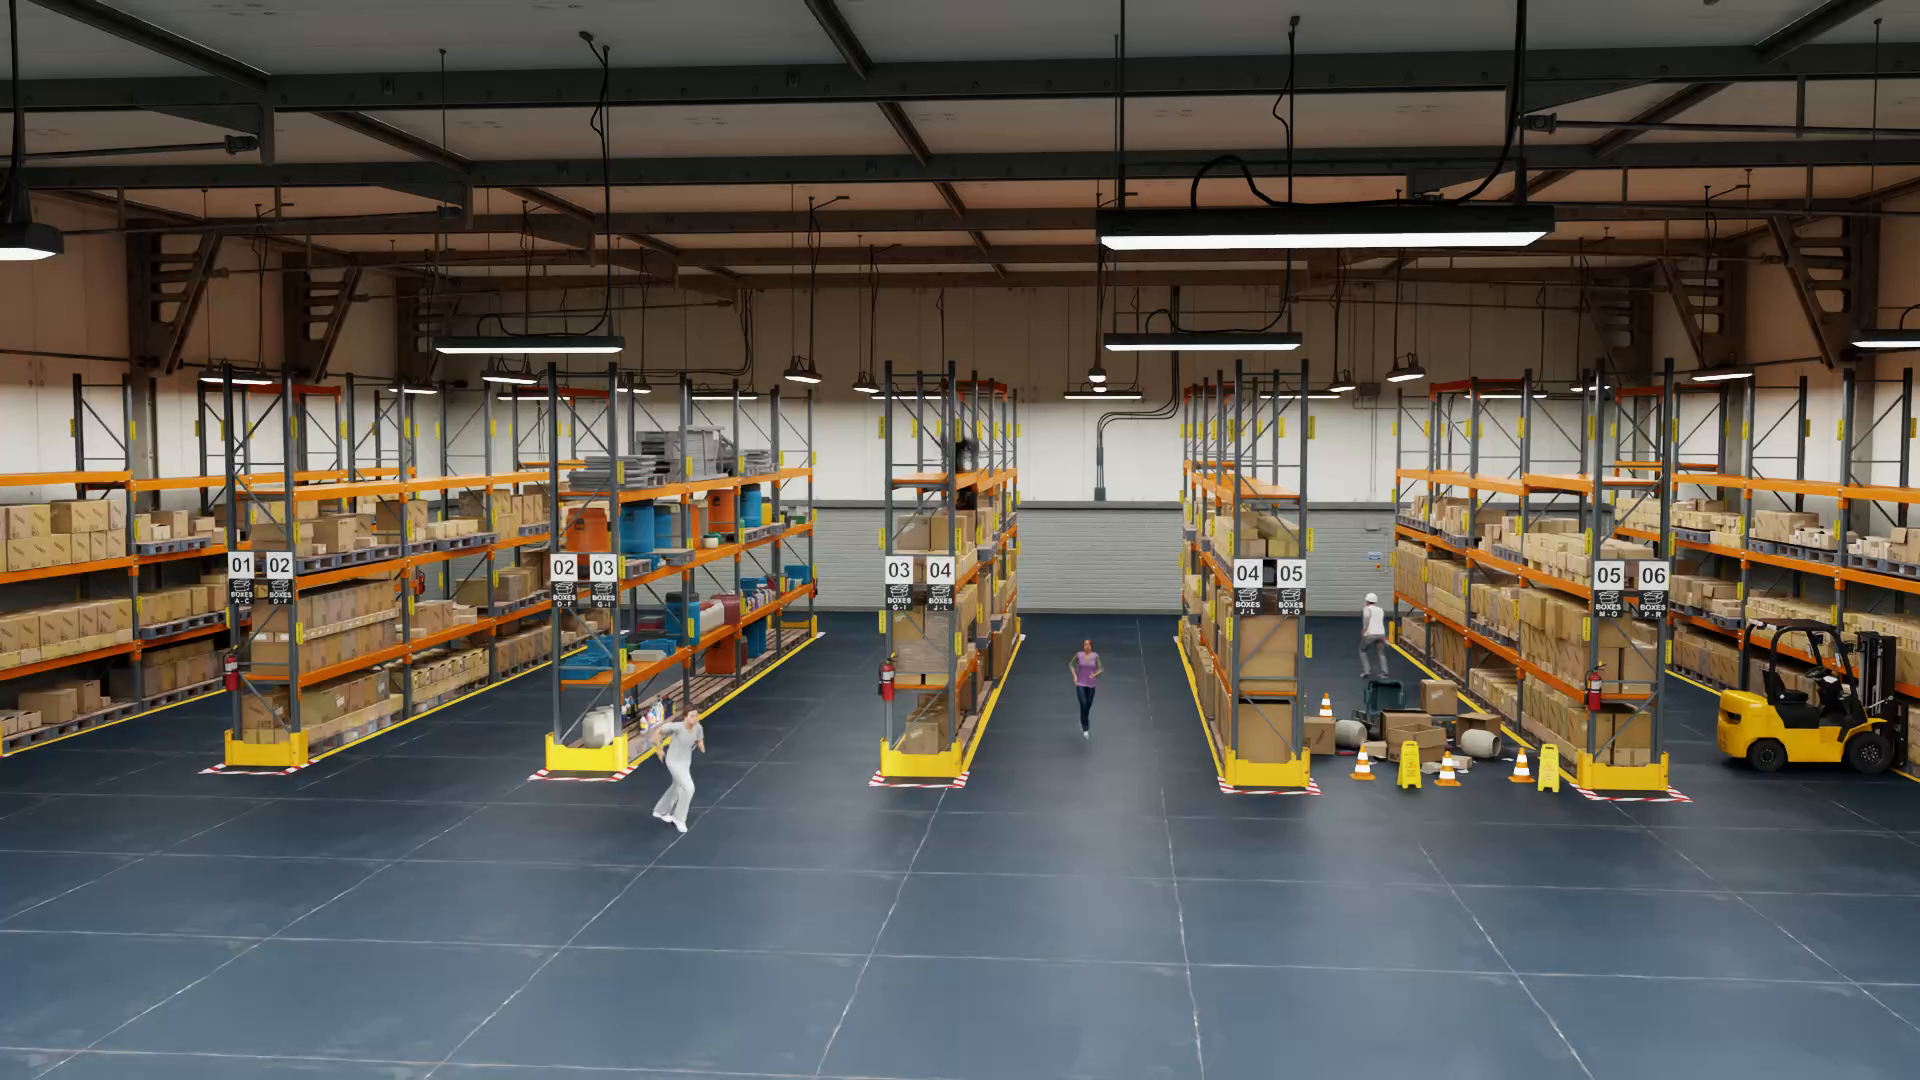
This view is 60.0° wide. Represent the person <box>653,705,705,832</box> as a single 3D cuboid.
[{"bbox_3d":[-3.548,2.860,20.872,0.894,1.647,0.594,3,5,39],"label":"person"}]

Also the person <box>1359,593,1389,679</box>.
[{"bbox_3d":[8.324,1.947,33.465,0.642,1.736,0.972,-1,4,-16],"label":"person"}]

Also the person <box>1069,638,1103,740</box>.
[{"bbox_3d":[2.070,2.411,27.249,0.525,1.624,0.761,0,4,-7],"label":"person"}]
